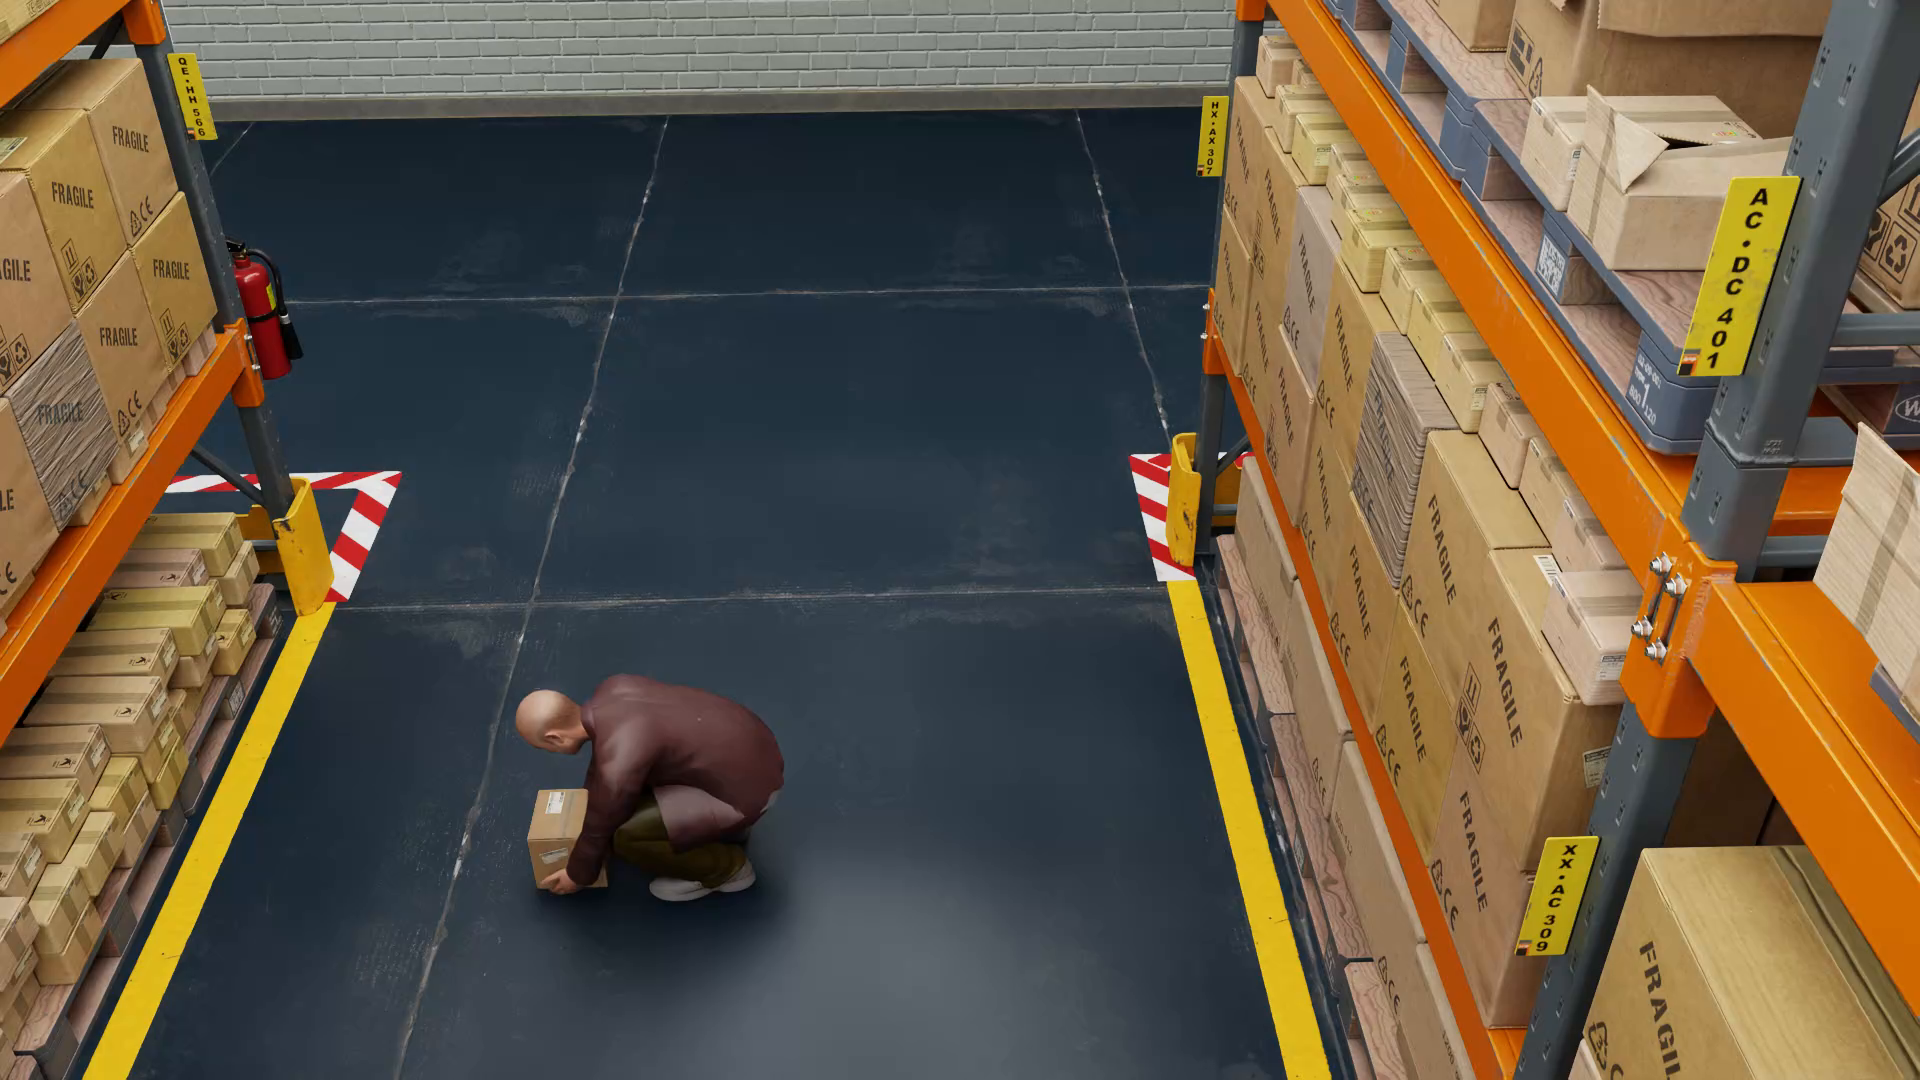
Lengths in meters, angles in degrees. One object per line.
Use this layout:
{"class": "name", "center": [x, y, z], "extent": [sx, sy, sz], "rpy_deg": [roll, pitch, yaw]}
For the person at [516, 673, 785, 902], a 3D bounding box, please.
{"class": "person", "center": [-1.049, 0.838, 5.807], "extent": [0.873, 0.898, 0.589], "rpy_deg": [-2, 35, -2]}
